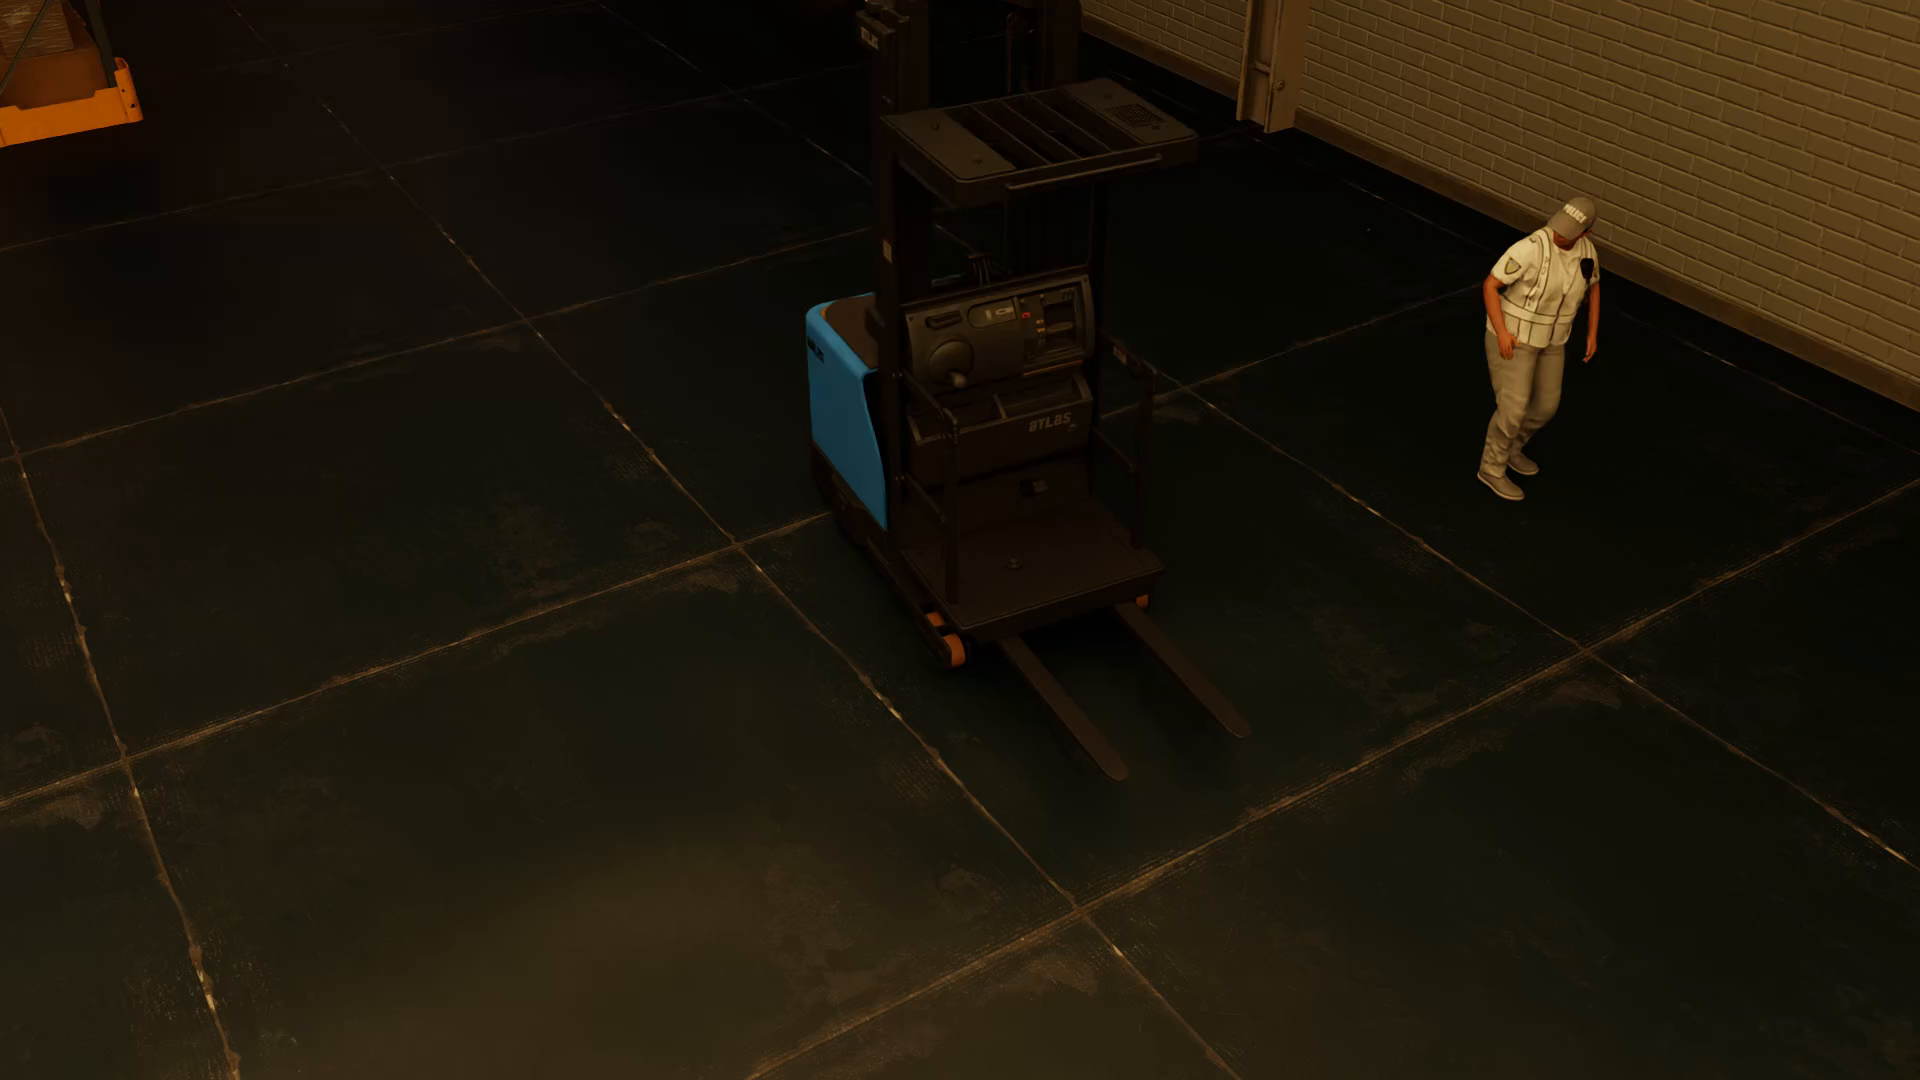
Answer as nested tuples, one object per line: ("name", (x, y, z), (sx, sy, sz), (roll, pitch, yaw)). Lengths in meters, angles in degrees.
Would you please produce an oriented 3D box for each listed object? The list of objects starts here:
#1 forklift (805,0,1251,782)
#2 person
("forklift", (0.286, -0.884, 7.405), (1.130, 2.935, 3.031), (-16, 38, -21))
("person", (3.074, -1.040, 8.763), (0.674, 1.638, 0.512), (-14, 38, -19))
